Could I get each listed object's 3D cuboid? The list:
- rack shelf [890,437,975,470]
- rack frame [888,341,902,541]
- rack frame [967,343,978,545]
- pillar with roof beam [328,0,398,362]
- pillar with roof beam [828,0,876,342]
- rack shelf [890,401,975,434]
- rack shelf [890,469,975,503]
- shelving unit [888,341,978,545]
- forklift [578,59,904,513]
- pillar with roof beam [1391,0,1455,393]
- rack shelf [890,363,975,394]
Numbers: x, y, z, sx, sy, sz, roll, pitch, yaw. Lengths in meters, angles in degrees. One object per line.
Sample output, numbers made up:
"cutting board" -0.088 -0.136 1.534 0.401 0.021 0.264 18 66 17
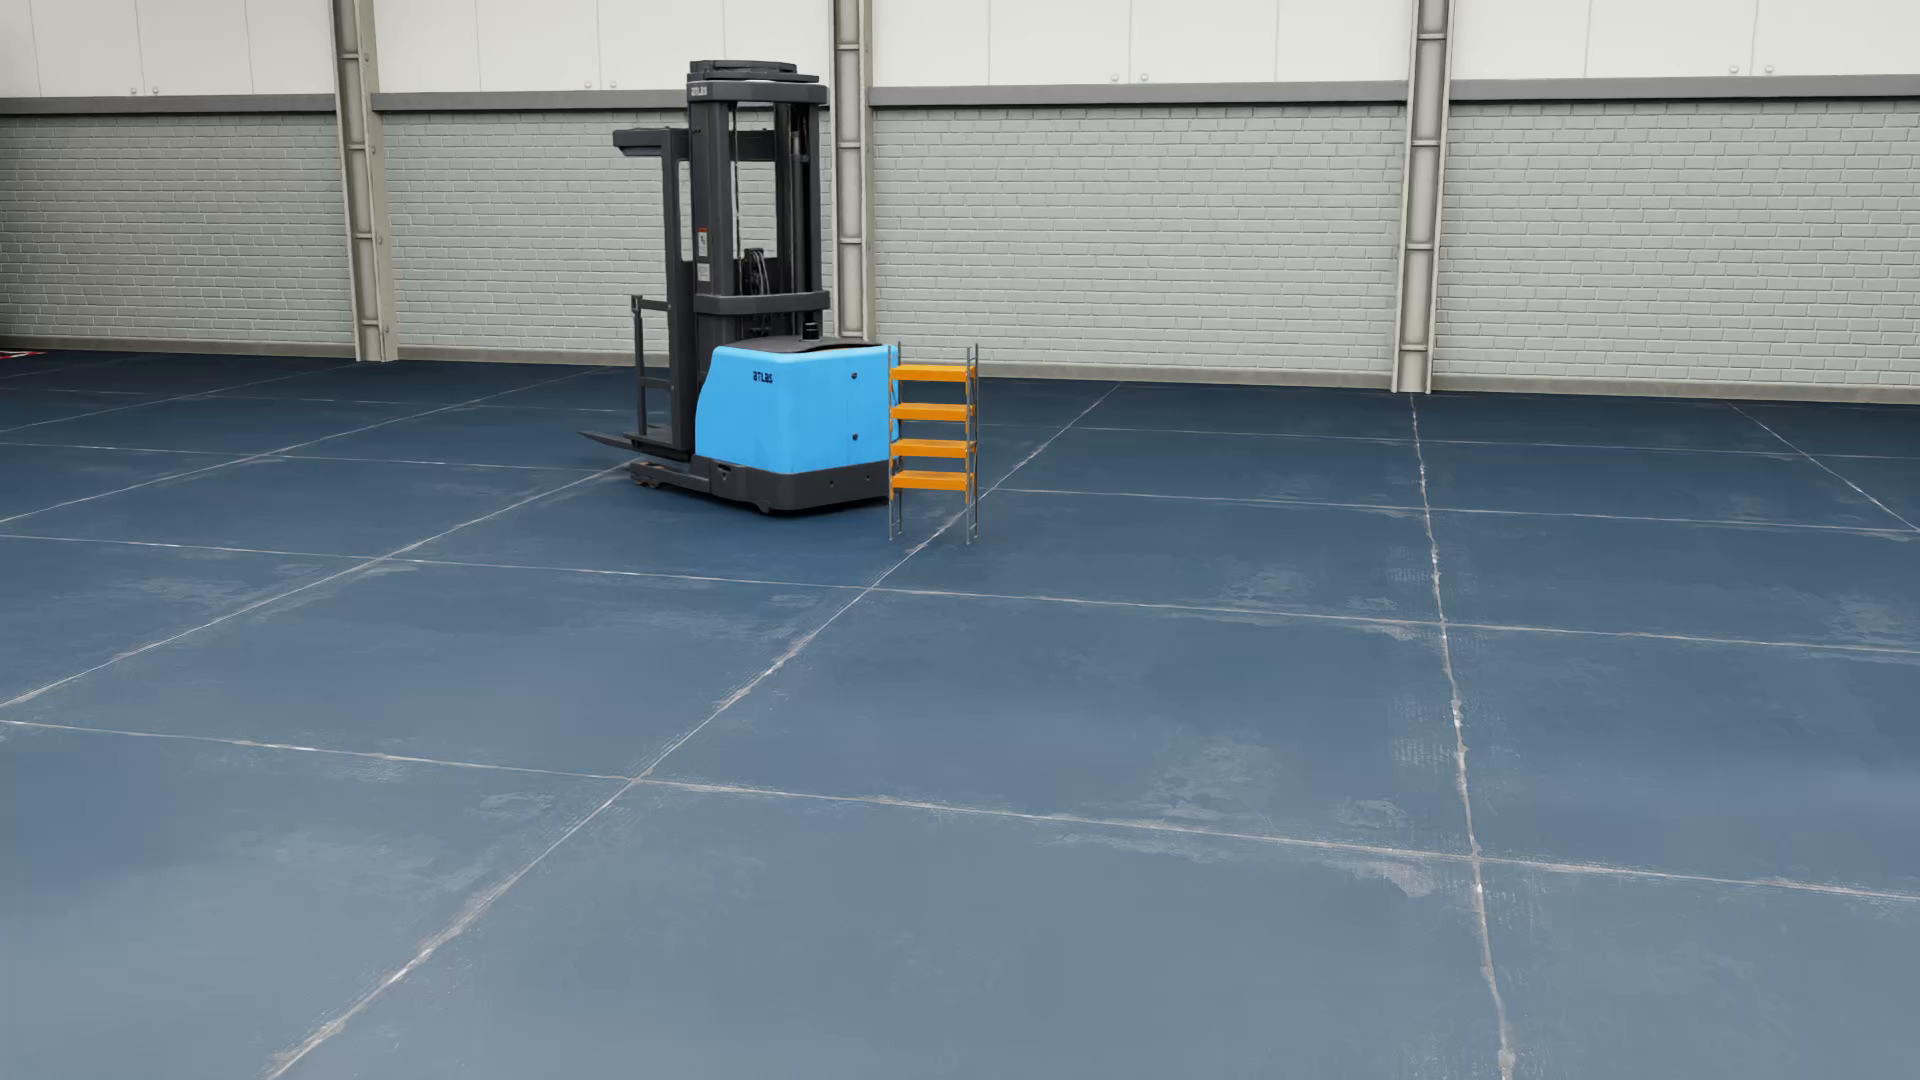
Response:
"rack shelf" -0.161 -0.529 10.157 0.480 0.148 0.258 3 13 14
"rack frame" -0.398 -0.607 10.200 0.015 1.200 0.240 3 13 14
"rack frame" 0.076 -0.582 10.085 0.015 1.200 0.240 3 13 14
"pillar with roof beam" -8.027 -5.650 14.925 0.400 9.000 9.100 3 13 14
"pillar with roof beam" -2.202 -5.339 13.522 0.400 9.000 9.100 3 13 14
"rack shelf" -0.161 -0.747 10.109 0.480 0.148 0.258 3 13 14
"rack shelf" -0.161 -0.335 10.200 0.480 0.148 0.258 3 13 14
"shelving unit" -0.161 -0.594 10.143 0.503 1.200 0.258 3 13 14
"forklift" -1.739 -1.863 11.865 1.130 2.935 3.031 -11 17 -40
"pillar with roof beam" 3.623 -5.028 12.118 0.400 9.000 9.100 3 13 14
"rack shelf" -0.161 -0.978 10.057 0.480 0.148 0.258 3 13 14
